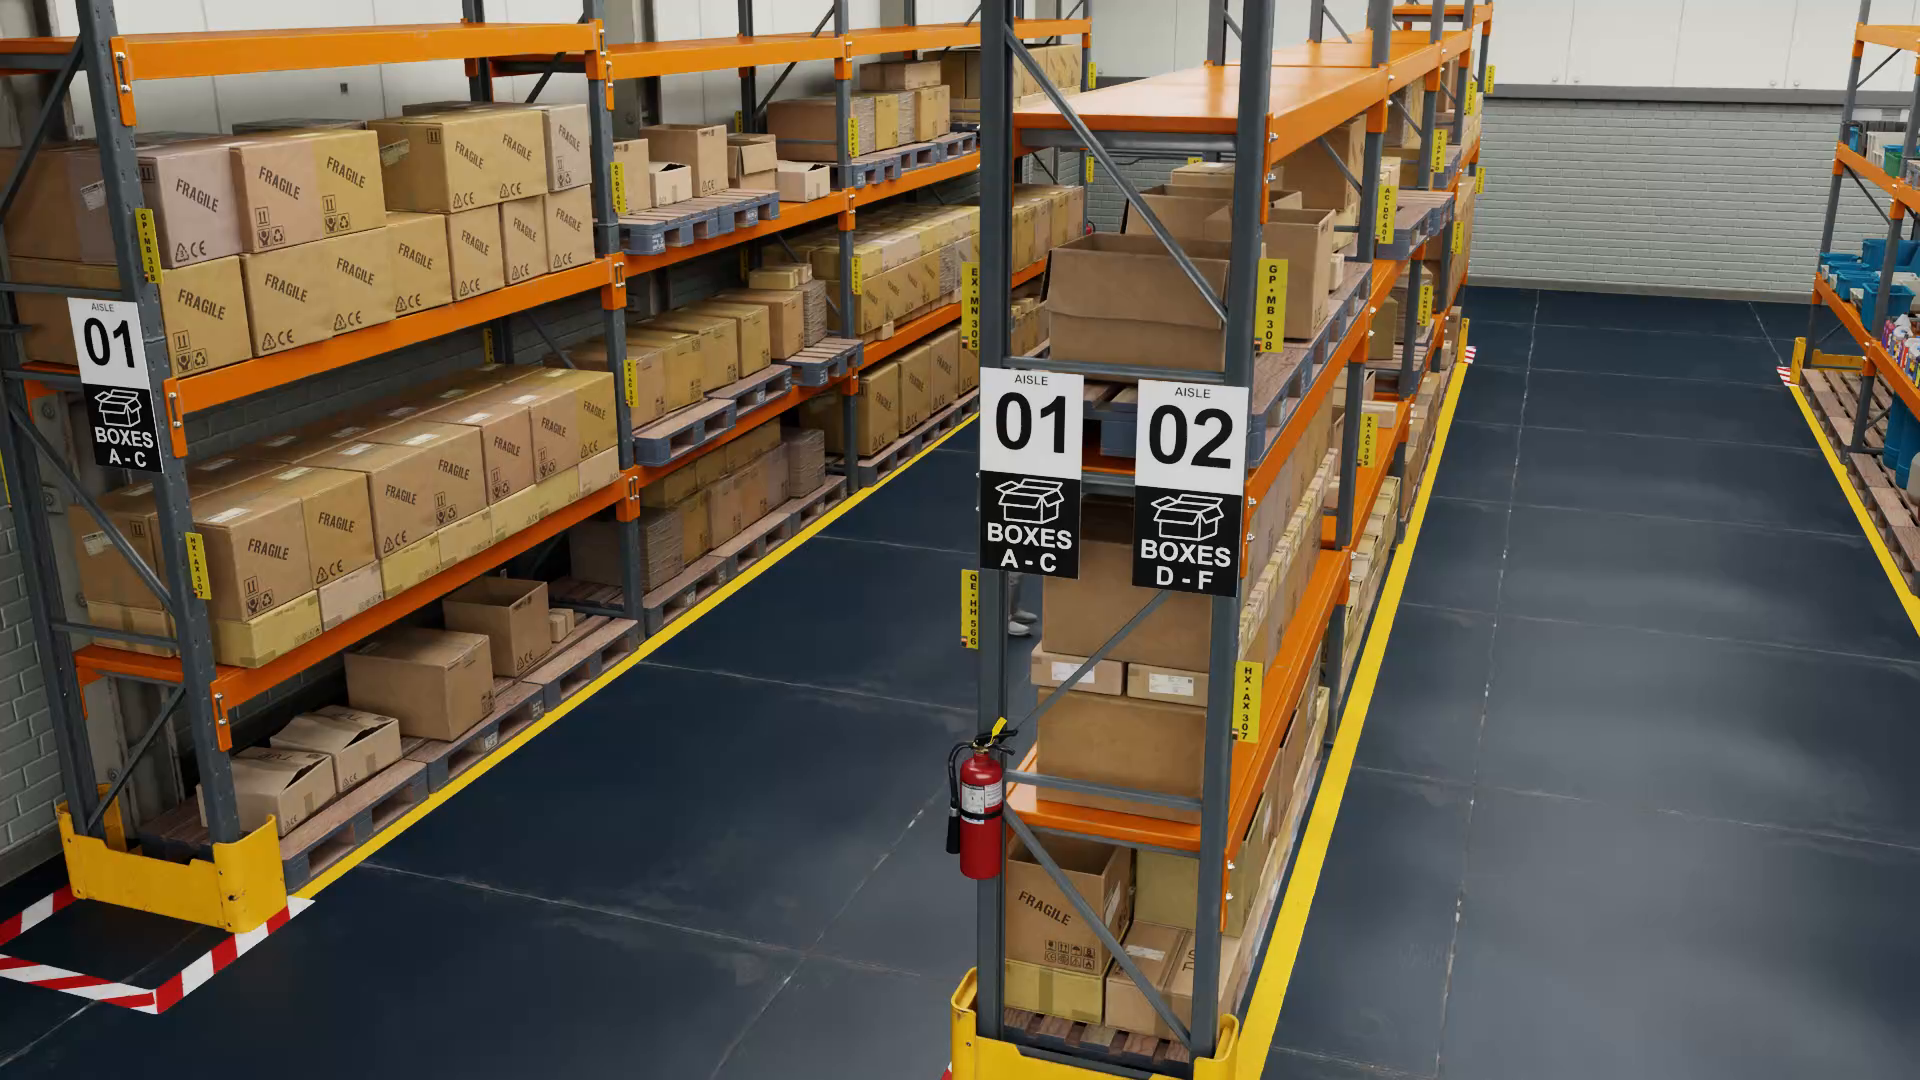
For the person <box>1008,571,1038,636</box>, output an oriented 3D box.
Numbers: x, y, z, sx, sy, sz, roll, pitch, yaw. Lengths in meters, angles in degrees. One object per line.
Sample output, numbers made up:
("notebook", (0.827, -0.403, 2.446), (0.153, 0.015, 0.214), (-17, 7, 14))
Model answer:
("person", (0.403, -0.202, 12.133), (0.358, 1.772, 0.532), (7, 20, 19))
